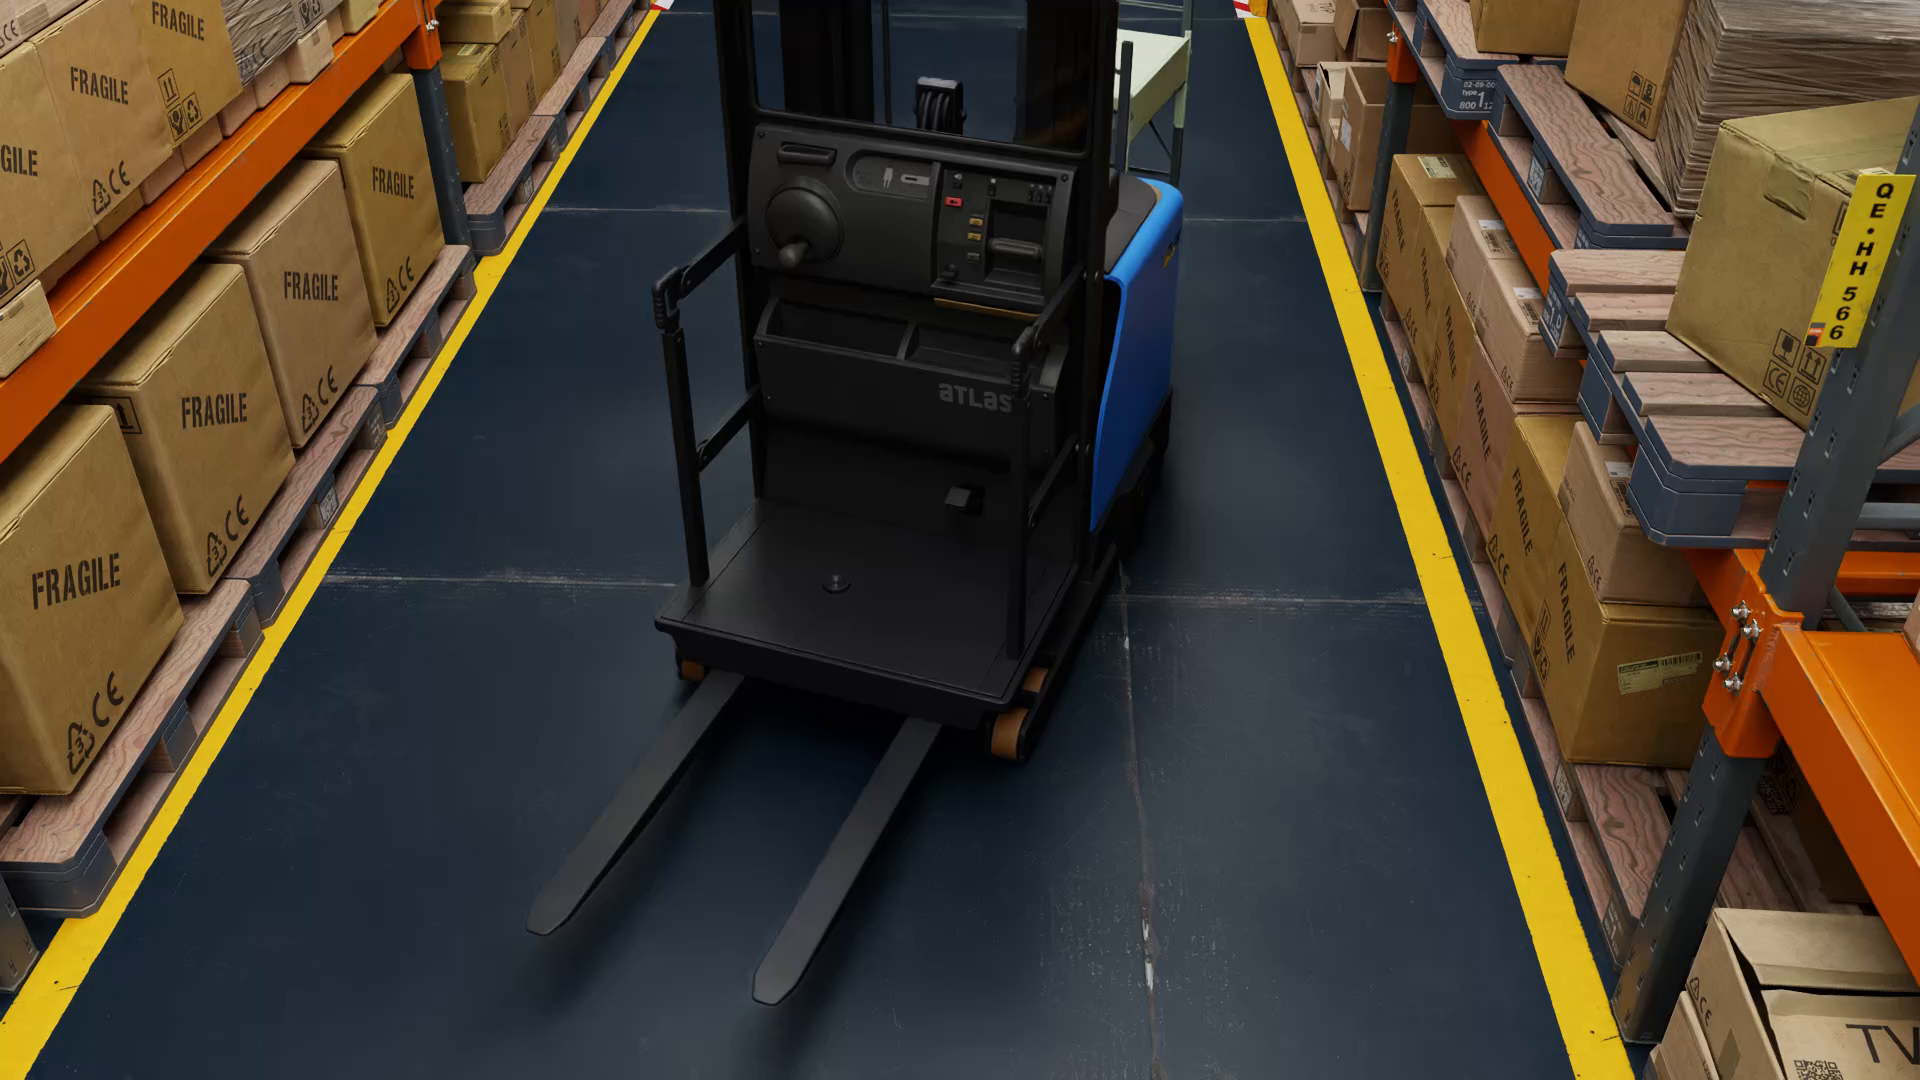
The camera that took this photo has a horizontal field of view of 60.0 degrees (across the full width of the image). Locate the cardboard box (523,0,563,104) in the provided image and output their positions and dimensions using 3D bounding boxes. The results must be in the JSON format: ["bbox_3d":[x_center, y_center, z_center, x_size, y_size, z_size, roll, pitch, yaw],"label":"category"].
[{"bbox_3d":[-2.507,-2.601,8.651,0.700,0.500,0.500,2,35,3],"label":"cardboard box"}]

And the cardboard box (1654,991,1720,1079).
[{"bbox_3d":[1.789,1.216,3.437,0.500,0.250,0.500,1,35,2],"label":"cardboard box"}]

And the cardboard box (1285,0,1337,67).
[{"bbox_3d":[2.080,-2.802,9.137,0.500,0.250,0.500,1,35,2],"label":"cardboard box"}]

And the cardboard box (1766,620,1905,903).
[{"bbox_3d":[2.408,0.557,4.140,0.500,0.500,0.500,3,35,4],"label":"cardboard box"}]

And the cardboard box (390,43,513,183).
[{"bbox_3d":[-2.553,-2.018,7.821,0.700,0.500,0.500,2,35,2],"label":"cardboard box"}]

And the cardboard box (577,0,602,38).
[{"bbox_3d":[-2.473,-3.197,9.498,0.700,0.500,0.500,1,35,2],"label":"cardboard box"}]

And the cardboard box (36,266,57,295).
[{"bbox_3d":[-2.600,-0.675,4.303,0.380,0.149,0.250,1,35,1],"label":"cardboard box"}]

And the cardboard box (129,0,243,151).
[{"bbox_3d":[-2.506,-1.472,4.873,0.500,0.500,0.500,2,35,3],"label":"cardboard box"}]

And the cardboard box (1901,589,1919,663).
[{"bbox_3d":[2.046,0.213,2.915,0.500,0.311,0.500,3,35,5],"label":"cardboard box"}]

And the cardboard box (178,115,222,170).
[{"bbox_3d":[-2.533,-1.265,5.142,0.380,0.149,0.250,2,35,3],"label":"cardboard box"}]

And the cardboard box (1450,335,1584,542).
[{"bbox_3d":[1.943,-0.330,5.402,0.500,0.500,0.500,0,35,0],"label":"cardboard box"}]

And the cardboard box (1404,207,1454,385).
[{"bbox_3d":[1.991,-0.907,6.224,0.500,0.500,0.500,2,35,3],"label":"cardboard box"}]

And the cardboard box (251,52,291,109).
[{"bbox_3d":[-2.486,-1.561,5.563,0.380,0.149,0.250,1,35,2],"label":"cardboard box"}]

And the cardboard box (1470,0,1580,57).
[{"bbox_3d":[2.058,-1.878,5.362,0.700,0.500,0.500,7,36,9],"label":"cardboard box"}]

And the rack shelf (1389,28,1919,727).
[{"bbox_3d":[2.184,-0.886,5.027,1.077,0.370,4.000,1,35,2],"label":"rack shelf"}]

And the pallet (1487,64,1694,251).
[{"bbox_3d":[2.177,-1.070,4.831,1.003,0.211,1.213,1,35,2],"label":"pallet"}]

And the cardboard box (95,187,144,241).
[{"bbox_3d":[-2.578,-0.972,4.726,0.380,0.149,0.250,2,35,3],"label":"cardboard box"}]

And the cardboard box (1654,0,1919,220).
[{"bbox_3d":[2.244,-1.129,4.296,0.700,0.500,0.500,8,36,11],"label":"cardboard box"}]

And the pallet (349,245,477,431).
[{"bbox_3d":[-2.641,-0.855,6.784,1.003,0.211,1.213,1,35,2],"label":"pallet"}]

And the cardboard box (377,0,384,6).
[{"bbox_3d":[-2.416,-2.146,6.396,0.380,0.149,0.250,2,35,2],"label":"cardboard box"}]

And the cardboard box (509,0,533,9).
[{"bbox_3d":[-2.336,-2.776,8.335,0.380,0.149,0.250,0,35,1],"label":"cardboard box"}]

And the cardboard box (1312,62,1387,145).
[{"bbox_3d":[2.034,-2.174,8.190,0.500,0.311,0.500,1,35,2],"label":"cardboard box"}]

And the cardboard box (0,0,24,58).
[{"bbox_3d":[-2.549,-1.185,3.812,0.500,0.250,0.500,1,35,1],"label":"cardboard box"}]

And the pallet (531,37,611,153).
[{"bbox_3d":[-2.530,-2.438,9.036,1.003,0.211,1.213,1,35,2],"label":"pallet"}]

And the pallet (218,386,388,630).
[{"bbox_3d":[-2.687,-0.153,5.784,1.003,0.211,1.213,1,35,2],"label":"pallet"}]

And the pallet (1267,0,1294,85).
[{"bbox_3d":[2.391,-2.985,9.813,1.003,0.211,1.213,1,35,2],"label":"pallet"}]

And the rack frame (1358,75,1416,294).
[{"bbox_3d":[2.264,-2.329,6.455,1.000,3.000,0.127,1,35,2],"label":"rack frame"}]

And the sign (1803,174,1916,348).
[{"bbox_3d":[1.561,-0.479,2.885,0.100,0.325,0.005,1,35,2],"label":"sign"}]

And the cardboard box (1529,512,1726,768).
[{"bbox_3d":[1.907,0.269,4.550,0.500,0.500,0.500,3,35,4],"label":"cardboard box"}]

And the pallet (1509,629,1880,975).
[{"bbox_3d":[2.172,0.682,4.596,1.003,0.211,1.213,1,35,2],"label":"pallet"}]

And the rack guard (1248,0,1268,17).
[{"bbox_3d":[2.422,-3.561,10.382,1.175,0.500,0.348,1,35,2],"label":"rack guard"}]

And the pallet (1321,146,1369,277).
[{"bbox_3d":[2.293,-1.583,7.819,1.003,0.211,1.213,1,35,2],"label":"pallet"}]

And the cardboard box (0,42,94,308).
[{"bbox_3d":[-2.540,-0.888,4.042,0.500,0.500,0.500,2,35,3],"label":"cardboard box"}]

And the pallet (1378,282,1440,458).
[{"bbox_3d":[2.270,-0.720,6.591,1.003,0.211,1.213,1,35,2],"label":"pallet"}]

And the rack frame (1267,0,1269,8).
[{"bbox_3d":[2.425,-4.627,9.725,1.000,3.000,0.127,1,35,2],"label":"rack frame"}]

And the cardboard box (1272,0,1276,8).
[{"bbox_3d":[2.055,-3.272,9.878,0.380,0.166,0.250,1,35,2],"label":"cardboard box"}]

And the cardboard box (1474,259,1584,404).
[{"bbox_3d":[1.942,-0.658,5.217,0.500,0.250,0.500,1,35,1],"label":"cardboard box"}]

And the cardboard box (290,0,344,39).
[{"bbox_3d":[-2.463,-2.048,5.692,0.500,0.500,0.500,2,35,2],"label":"cardboard box"}]

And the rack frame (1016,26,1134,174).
[{"bbox_3d":[0.382,-1.064,5.956,0.400,1.500,0.023,14,37,18],"label":"rack frame"}]

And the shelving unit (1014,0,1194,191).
[{"bbox_3d":[0.524,-1.257,6.232,0.431,1.500,0.755,14,37,18],"label":"shelving unit"}]

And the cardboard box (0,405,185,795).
[{"bbox_3d":[-2.685,0.145,4.439,0.750,0.750,0.750,1,35,1],"label":"cardboard box"}]

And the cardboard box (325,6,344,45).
[{"bbox_3d":[-2.458,-1.853,5.979,0.380,0.149,0.250,2,35,3],"label":"cardboard box"}]

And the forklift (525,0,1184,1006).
[{"bbox_3d":[-0.218,-0.826,4.376,1.130,2.935,3.031,12,37,16],"label":"forklift"}]

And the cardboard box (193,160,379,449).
[{"bbox_3d":[-2.614,-0.846,5.850,0.750,0.750,0.750,2,35,3],"label":"cardboard box"}]

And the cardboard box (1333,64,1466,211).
[{"bbox_3d":[2.004,-1.820,7.523,0.500,0.500,0.500,1,35,2],"label":"cardboard box"}]

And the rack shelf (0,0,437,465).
[{"bbox_3d":[-2.766,-0.998,5.187,1.077,0.370,4.000,1,35,2],"label":"rack shelf"}]

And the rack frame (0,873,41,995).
[{"bbox_3d":[-2.846,-0.143,3.345,1.000,3.000,0.127,1,35,2],"label":"rack frame"}]
